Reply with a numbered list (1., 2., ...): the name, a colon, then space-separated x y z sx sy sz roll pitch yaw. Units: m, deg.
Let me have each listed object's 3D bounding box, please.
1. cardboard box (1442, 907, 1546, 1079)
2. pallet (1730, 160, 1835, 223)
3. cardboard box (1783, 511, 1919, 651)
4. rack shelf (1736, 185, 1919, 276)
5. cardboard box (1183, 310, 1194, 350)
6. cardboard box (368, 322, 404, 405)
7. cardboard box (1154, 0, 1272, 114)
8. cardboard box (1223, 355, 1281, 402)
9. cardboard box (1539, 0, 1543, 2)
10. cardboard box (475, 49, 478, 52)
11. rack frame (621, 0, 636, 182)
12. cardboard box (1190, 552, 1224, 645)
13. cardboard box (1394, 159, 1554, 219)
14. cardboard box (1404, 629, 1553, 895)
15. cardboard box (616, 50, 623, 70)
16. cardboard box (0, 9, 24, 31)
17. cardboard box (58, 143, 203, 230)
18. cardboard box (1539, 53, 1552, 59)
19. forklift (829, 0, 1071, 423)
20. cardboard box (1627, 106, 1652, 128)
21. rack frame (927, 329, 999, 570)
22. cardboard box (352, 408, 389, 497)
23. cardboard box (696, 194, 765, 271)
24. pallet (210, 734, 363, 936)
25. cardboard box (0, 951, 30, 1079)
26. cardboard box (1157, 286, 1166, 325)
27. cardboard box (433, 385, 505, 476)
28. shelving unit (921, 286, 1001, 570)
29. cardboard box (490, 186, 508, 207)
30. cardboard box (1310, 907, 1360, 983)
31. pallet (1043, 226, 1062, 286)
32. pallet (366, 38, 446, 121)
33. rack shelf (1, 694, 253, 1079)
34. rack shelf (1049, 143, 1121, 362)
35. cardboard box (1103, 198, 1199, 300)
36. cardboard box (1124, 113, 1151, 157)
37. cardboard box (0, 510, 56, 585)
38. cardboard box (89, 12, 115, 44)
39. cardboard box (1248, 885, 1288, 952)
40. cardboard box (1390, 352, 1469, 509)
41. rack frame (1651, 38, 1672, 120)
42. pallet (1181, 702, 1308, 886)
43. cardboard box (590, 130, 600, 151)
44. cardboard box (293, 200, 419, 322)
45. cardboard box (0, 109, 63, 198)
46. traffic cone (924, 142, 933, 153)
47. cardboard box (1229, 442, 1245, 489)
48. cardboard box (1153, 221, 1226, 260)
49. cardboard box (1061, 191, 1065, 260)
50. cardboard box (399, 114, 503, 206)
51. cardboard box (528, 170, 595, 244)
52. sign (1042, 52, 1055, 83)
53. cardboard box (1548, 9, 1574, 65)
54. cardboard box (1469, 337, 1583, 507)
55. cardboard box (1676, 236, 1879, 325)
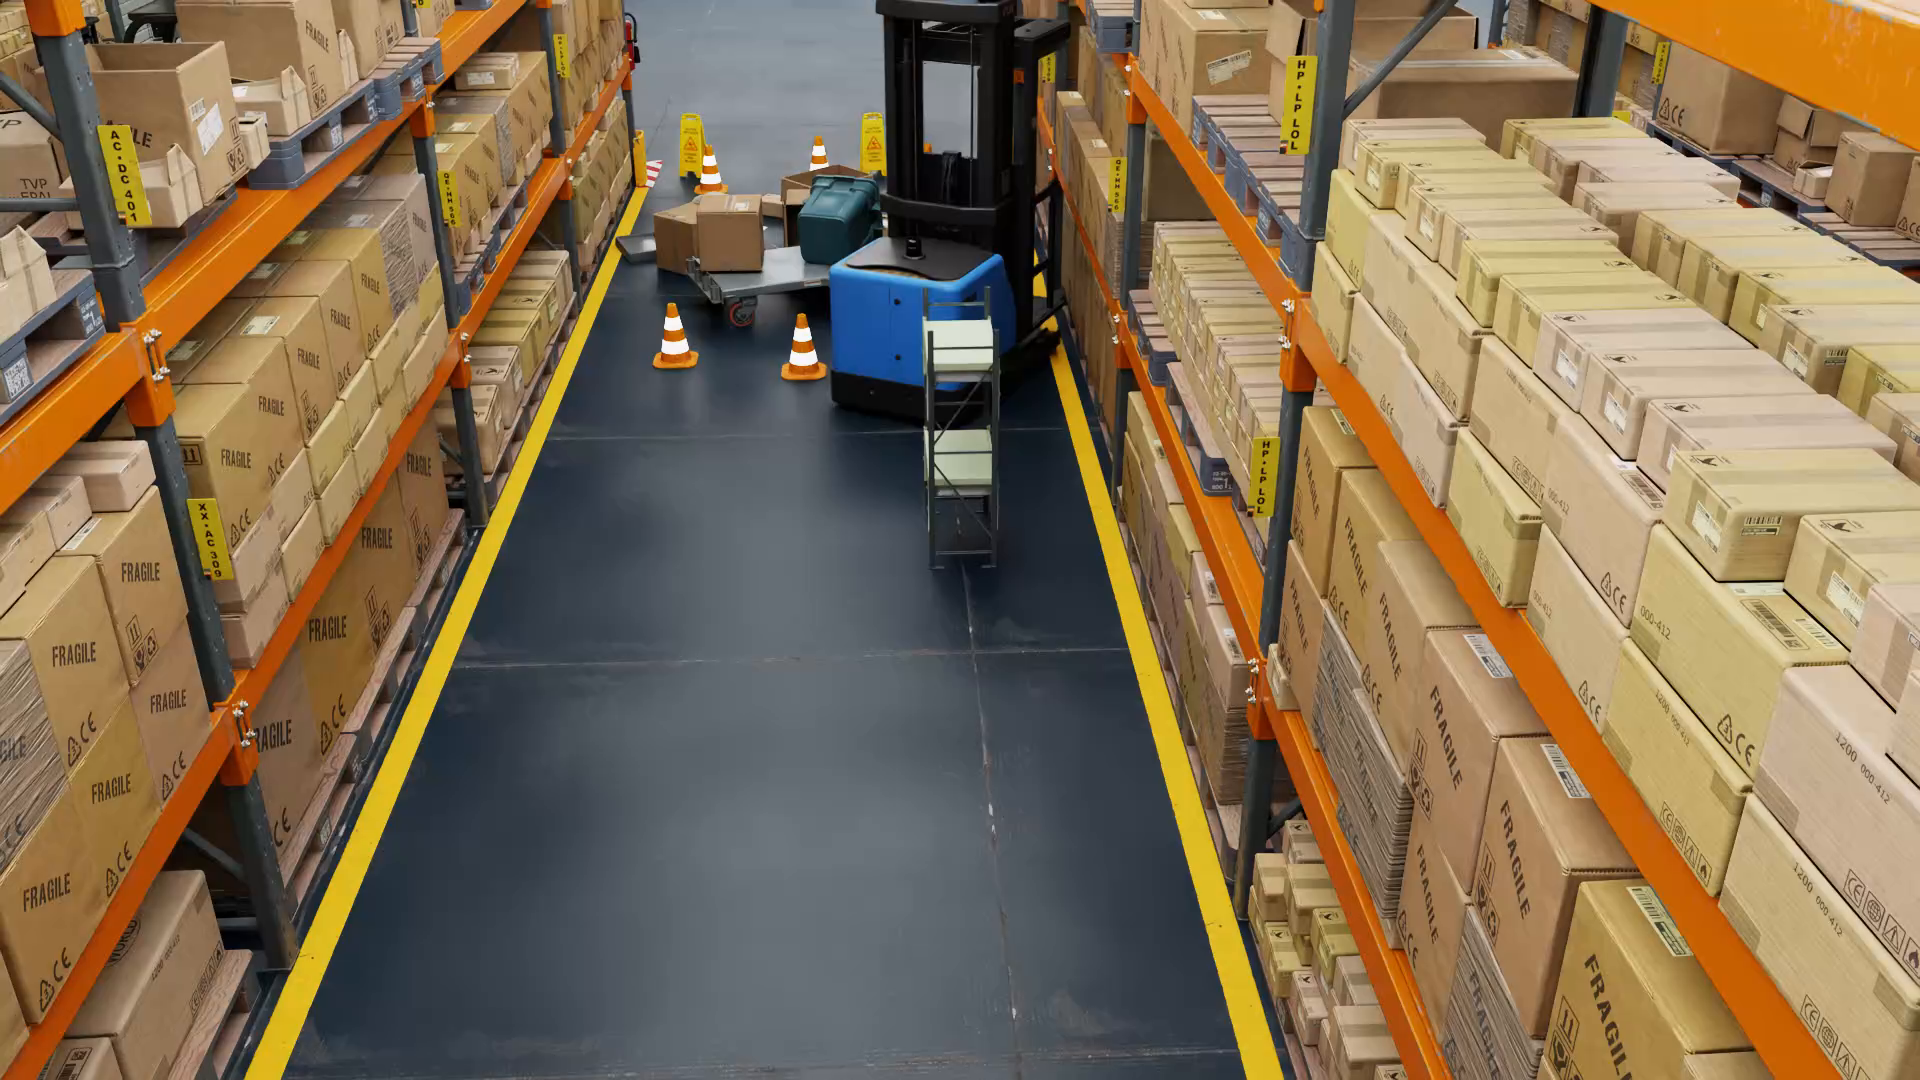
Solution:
1. cardboard box: 1.556 1.264 4.153 0.500 0.500 0.500 -1 28 -2
2. pallet: 6.291 -2.482 11.973 1.003 0.211 1.213 -1 28 -3
3. cardboard box: 1.654 0.070 2.818 0.380 0.149 0.250 -2 28 -4
4. rack shelf: 6.331 -2.259 12.115 1.077 0.370 4.000 -1 28 -3
5. cardboard box: 1.360 -1.080 8.572 0.380 0.149 0.250 -1 28 -3
6. cardboard box: -3.105 -0.880 8.315 0.500 0.250 0.500 -2 28 -4
7. cardboard box: 1.274 -2.455 8.361 0.500 0.500 0.500 -1 28 -3
8. cardboard box: 1.420 -0.731 7.583 0.380 0.149 0.250 -2 28 -4
9. cardboard box: 5.793 -5.477 15.996 0.500 0.500 0.500 -1 28 -3
10. cardboard box: -3.976 -3.875 14.006 0.500 0.500 0.500 0 28 -1
11. rack frame: -3.879 -5.109 16.803 1.000 3.000 0.127 -1 28 -3
12. cardboard box: 1.381 0.280 7.907 0.500 0.250 0.500 0 28 0
13. cardboard box: 1.509 -1.015 4.898 0.380 0.149 0.250 -2 28 -3
14. cardboard box: 1.529 0.570 4.402 0.500 0.500 0.500 -2 28 -4
15. cardboard box: -3.522 -4.716 16.320 0.380 0.149 0.250 -2 28 -3
16. cardboard box: -8.521 -4.583 14.662 0.380 0.149 0.250 -1 28 -2
17. cardboard box: -2.929 -1.264 5.877 0.396 0.266 0.258 -2 28 -3
18. cardboard box: 5.826 -4.638 16.170 0.380 0.149 0.250 -1 28 -3
19. forklift: 0.140 -2.777 12.404 1.130 2.935 3.031 12 30 22
20. cardboard box: 5.918 -3.598 14.176 0.380 0.149 0.250 -1 28 -3
21. rack frame: 0.019 -0.499 9.585 0.400 1.500 0.023 -1 28 -3
22. cardboard box: -3.068 -0.418 7.970 0.500 0.250 0.500 -2 28 -3
23. cardboard box: -1.894 -2.546 13.773 0.500 0.500 0.500 -1 28 -3
24. pallet: -3.368 1.314 7.502 1.003 0.211 1.213 -1 28 -3
25. cardboard box: -2.888 1.307 4.391 0.500 0.500 0.500 0 28 -1
26. cardboard box: 1.312 -1.320 9.356 0.380 0.149 0.250 0 28 0
27. cardboard box: -3.481 -0.697 10.730 0.950 0.372 0.625 -3 28 -6
28. shelving unit: 0.000 -0.668 9.909 0.431 1.500 0.755 -1 28 -3
29. cardboard box: -3.329 -2.392 11.410 0.380 0.149 0.250 -1 28 -1
30. cardboard box: 1.514 1.489 6.138 0.380 0.149 0.250 -2 28 -3
31. pallet: 1.306 -2.545 14.901 1.003 0.211 1.213 -1 28 -3
32. pallet: -3.375 -2.365 8.502 1.213 0.211 1.003 0 28 0
33. rack shelf: -3.148 1.675 4.573 1.077 0.370 4.000 -1 28 -3
34. rack shelf: 1.372 -2.186 11.975 1.077 0.370 4.000 -1 28 -3
35. cardboard box: 1.185 -1.827 10.401 0.500 0.500 0.500 -1 28 -3
36. cardboard box: 1.435 -2.510 10.629 0.700 0.500 0.500 -2 28 -3
37. cardboard box: -3.010 0.031 5.055 0.380 0.149 0.250 -1 28 -3
38. cardboard box: -8.548 -4.811 16.123 0.500 0.500 0.500 -2 28 -4
39. cardboard box: 1.384 1.520 6.721 0.380 0.149 0.250 -3 28 -5
40. cardboard box: 1.489 -0.305 4.510 0.500 0.250 0.500 0 28 0
41. rack frame: 6.226 -3.501 13.720 1.000 3.000 0.127 -1 28 -3
42. pallet: 1.643 1.143 7.830 1.003 0.211 1.213 -1 28 -3
43. cardboard box: -3.424 -3.549 14.818 0.380 0.149 0.250 0 28 0
44. cardboard box: -3.138 -1.433 8.565 0.500 0.500 0.500 -1 28 -2
45. cardboard box: -3.508 -1.446 6.178 0.500 0.311 0.500 -1 28 -3
46. traffic cone: -0.332 -3.871 17.172 0.336 0.463 0.334 -1 28 -3
47. cardboard box: 1.429 -0.338 7.472 0.380 0.149 0.250 -3 28 -5
48. cardboard box: 1.307 -1.700 9.439 0.380 0.149 0.250 -1 28 -3
49. cardboard box: 1.305 -2.965 14.534 0.875 0.875 0.875 -1 28 -2
50. cardboard box: -3.322 -2.476 10.870 0.500 0.500 0.500 -1 28 -2
51. cardboard box: -3.431 -2.841 14.161 0.500 0.500 0.500 0 28 0
52. sign: 0.714 -3.833 13.334 0.100 0.325 0.005 -1 28 -3
53. cardboard box: 6.148 -4.810 15.799 0.875 0.500 0.500 -1 28 -3
54. cardboard box: 1.549 -0.284 3.930 0.500 0.250 0.500 -3 28 -5
55. cardboard box: 2.068 -0.661 4.221 0.380 0.149 0.250 -2 28 -3
